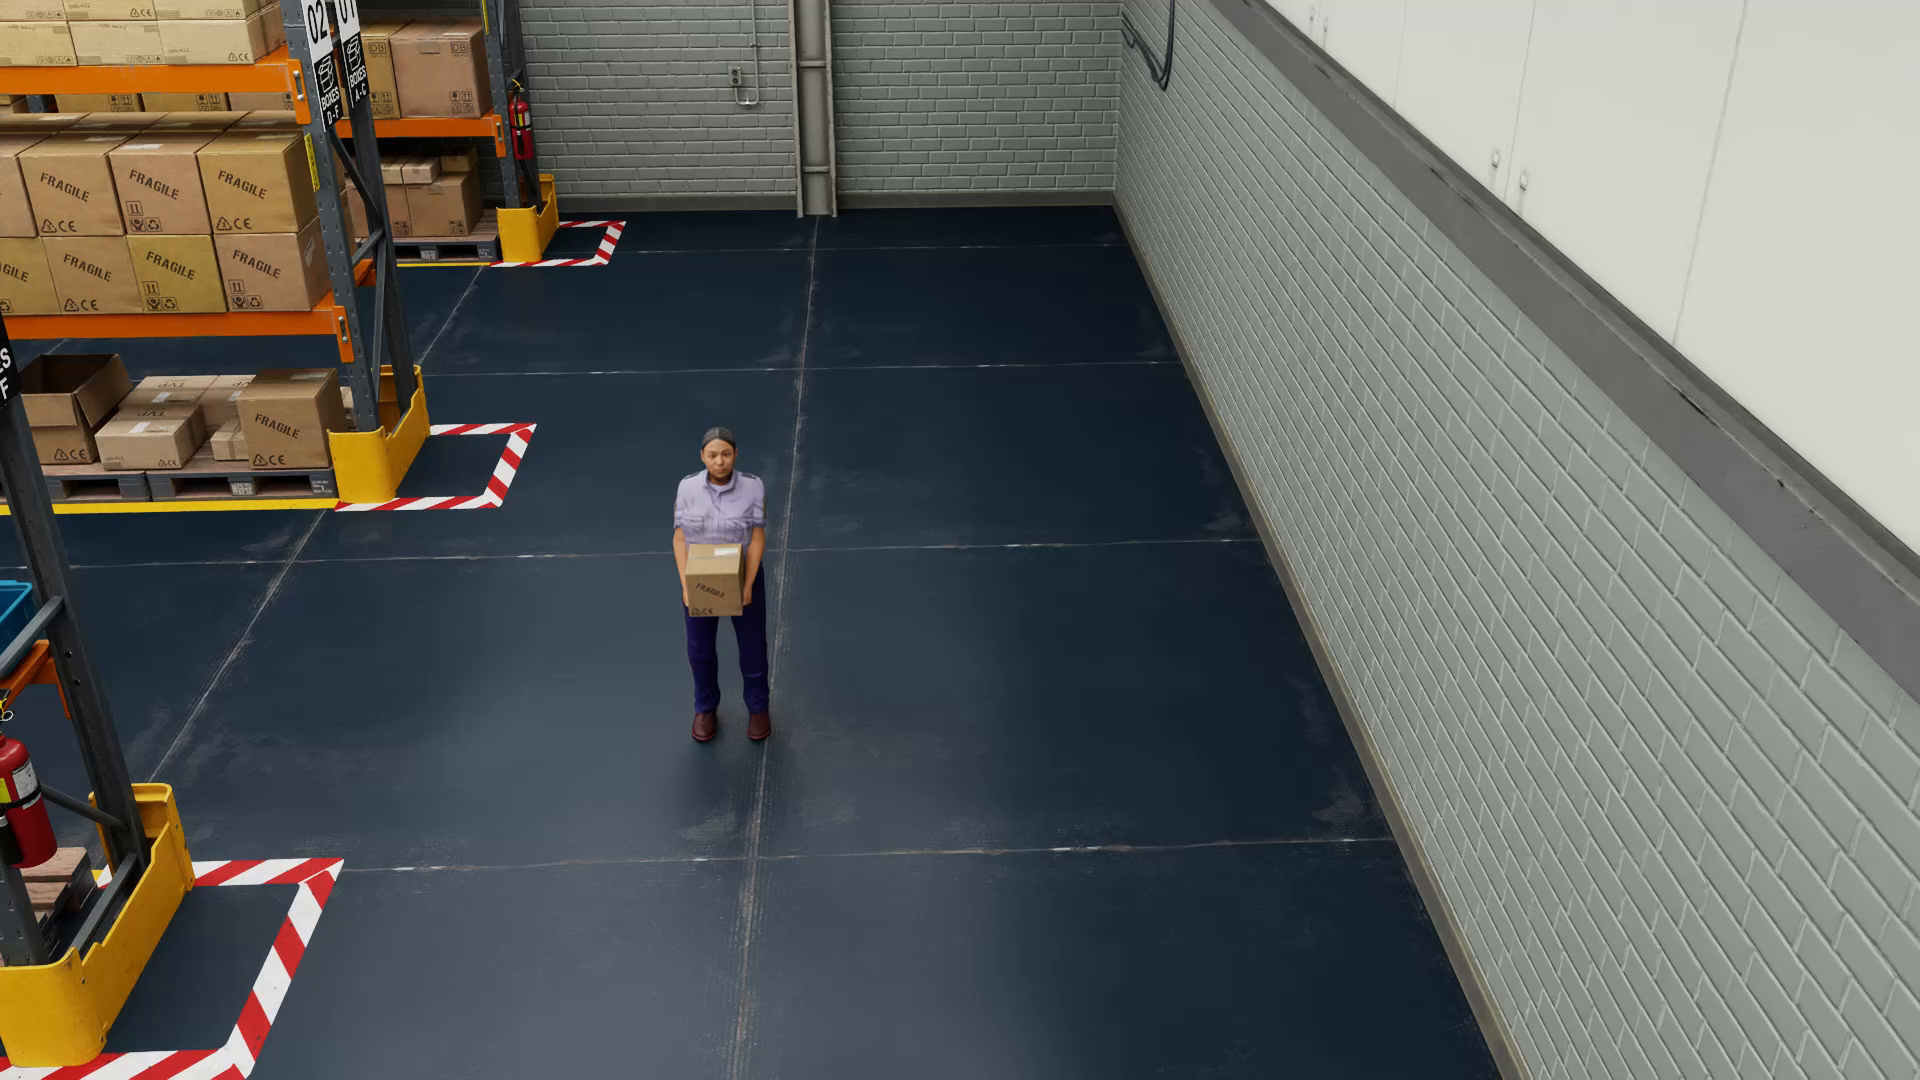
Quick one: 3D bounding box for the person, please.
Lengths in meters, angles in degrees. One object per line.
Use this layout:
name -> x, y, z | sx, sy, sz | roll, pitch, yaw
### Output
person -> -1.160, 0.261, 8.153 | 0.452, 1.635, 0.524 | -1, 28, -2
